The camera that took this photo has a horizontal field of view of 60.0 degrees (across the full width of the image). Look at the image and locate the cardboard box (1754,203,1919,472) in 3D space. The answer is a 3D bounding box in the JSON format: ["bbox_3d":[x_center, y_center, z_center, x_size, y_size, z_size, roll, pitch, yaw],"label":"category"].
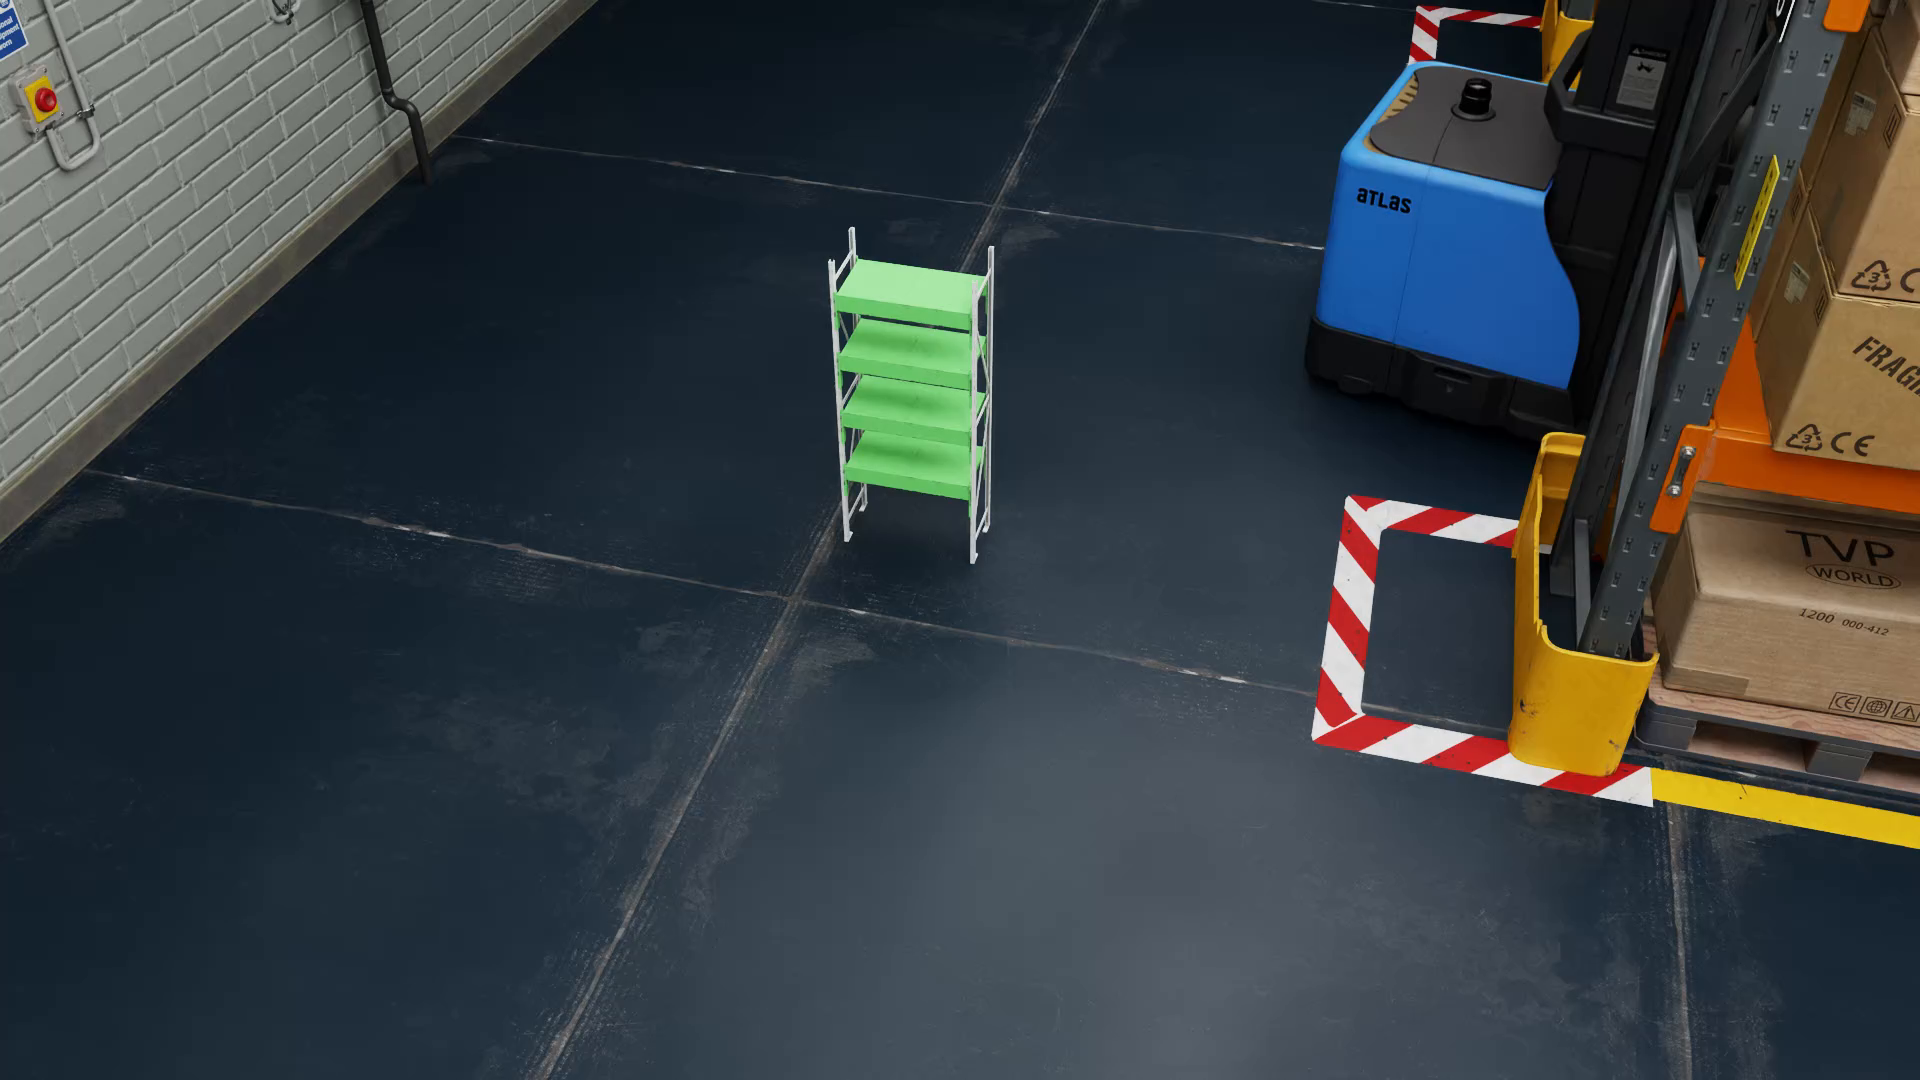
[{"bbox_3d":[2.508,-0.545,4.488,0.500,0.500,0.500,9,41,11],"label":"cardboard box"}]

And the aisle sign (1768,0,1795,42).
[{"bbox_3d":[1.974,-1.592,3.792,0.004,0.787,0.394,10,41,11],"label":"aisle sign"}]

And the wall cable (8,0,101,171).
[{"bbox_3d":[-3.335,-2.088,5.590,0.123,1.953,0.585,10,41,11],"label":"wall cable"}]

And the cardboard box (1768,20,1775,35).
[{"bbox_3d":[4.365,-2.663,8.978,0.250,0.149,0.380,8,41,10],"label":"cardboard box"}]

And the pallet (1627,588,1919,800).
[{"bbox_3d":[2.911,0.388,5.624,1.213,0.211,1.003,10,41,11],"label":"pallet"}]

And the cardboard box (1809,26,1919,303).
[{"bbox_3d":[2.509,-0.929,4.168,0.500,0.500,0.500,9,41,10],"label":"cardboard box"}]

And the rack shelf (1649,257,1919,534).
[{"bbox_3d":[4.051,-0.157,4.663,4.000,0.370,1.077,10,41,11],"label":"rack shelf"}]

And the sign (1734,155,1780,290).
[{"bbox_3d":[1.969,-0.783,4.115,0.005,0.325,0.100,10,41,11],"label":"sign"}]

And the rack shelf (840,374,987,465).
[{"bbox_3d":[-0.160,-0.438,5.938,0.480,0.148,0.258,10,41,11],"label":"rack shelf"}]

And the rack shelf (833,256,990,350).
[{"bbox_3d":[-0.160,-0.806,5.629,0.480,0.148,0.258,10,41,11],"label":"rack shelf"}]

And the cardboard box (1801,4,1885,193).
[{"bbox_3d":[2.646,-1.253,4.555,0.500,0.500,0.500,11,41,13],"label":"cardboard box"}]

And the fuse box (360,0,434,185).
[{"bbox_3d":[-2.651,-2.475,7.866,0.414,1.711,0.539,10,41,11],"label":"fuse box"}]

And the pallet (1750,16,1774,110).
[{"bbox_3d":[4.242,-2.636,9.225,1.213,0.211,1.003,10,41,11],"label":"pallet"}]

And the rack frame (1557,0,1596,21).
[{"bbox_3d":[3.398,-3.849,8.500,0.127,3.000,1.000,10,41,11],"label":"rack frame"}]

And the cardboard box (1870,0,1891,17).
[{"bbox_3d":[2.517,-1.499,4.343,0.250,0.149,0.380,10,41,12],"label":"cardboard box"}]

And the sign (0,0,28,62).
[{"bbox_3d":[-3.406,-1.771,5.816,0.001,0.218,0.327,10,41,11],"label":"sign"}]

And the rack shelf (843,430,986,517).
[{"bbox_3d":[-0.160,-0.254,6.092,0.480,0.148,0.258,10,41,11],"label":"rack shelf"}]

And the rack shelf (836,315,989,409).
[{"bbox_3d":[-0.160,-0.622,5.784,0.480,0.148,0.258,10,41,11],"label":"rack shelf"}]

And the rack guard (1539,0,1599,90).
[{"bbox_3d":[3.471,-2.879,9.289,0.348,0.500,1.175,10,41,11],"label":"rack guard"}]

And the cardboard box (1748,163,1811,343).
[{"bbox_3d":[2.653,-0.887,4.896,0.500,0.500,0.500,10,41,12],"label":"cardboard box"}]

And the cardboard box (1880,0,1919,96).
[{"bbox_3d":[2.390,-1.203,3.990,0.250,0.149,0.380,11,41,12],"label":"cardboard box"}]

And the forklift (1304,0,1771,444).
[{"bbox_3d":[2.998,-1.617,5.896,3.031,2.935,1.130,19,44,21],"label":"forklift"}]

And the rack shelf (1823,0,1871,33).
[{"bbox_3d":[4.051,-1.305,3.699,4.000,0.370,1.077,10,41,11],"label":"rack shelf"}]

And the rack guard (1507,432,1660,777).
[{"bbox_3d":[2.095,0.189,5.637,0.348,0.500,1.175,10,41,11],"label":"rack guard"}]

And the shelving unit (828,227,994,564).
[{"bbox_3d":[-0.160,-0.487,5.897,0.503,1.200,0.258,10,41,11],"label":"shelving unit"}]

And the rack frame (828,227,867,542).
[{"bbox_3d":[-0.396,-0.528,5.945,0.015,1.200,0.240,10,41,11],"label":"rack frame"}]

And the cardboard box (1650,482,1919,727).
[{"bbox_3d":[2.782,0.103,5.460,0.875,0.438,0.875,8,41,10],"label":"cardboard box"}]

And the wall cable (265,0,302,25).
[{"bbox_3d":[-2.979,-2.959,6.651,0.122,1.984,0.588,10,41,11],"label":"wall cable"}]

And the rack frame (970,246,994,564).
[{"bbox_3d":[0.076,-0.446,5.849,0.015,1.200,0.240,10,41,11],"label":"rack frame"}]

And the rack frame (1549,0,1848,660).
[{"bbox_3d":[2.119,-0.764,4.828,0.127,3.000,1.000,10,41,11],"label":"rack frame"}]
